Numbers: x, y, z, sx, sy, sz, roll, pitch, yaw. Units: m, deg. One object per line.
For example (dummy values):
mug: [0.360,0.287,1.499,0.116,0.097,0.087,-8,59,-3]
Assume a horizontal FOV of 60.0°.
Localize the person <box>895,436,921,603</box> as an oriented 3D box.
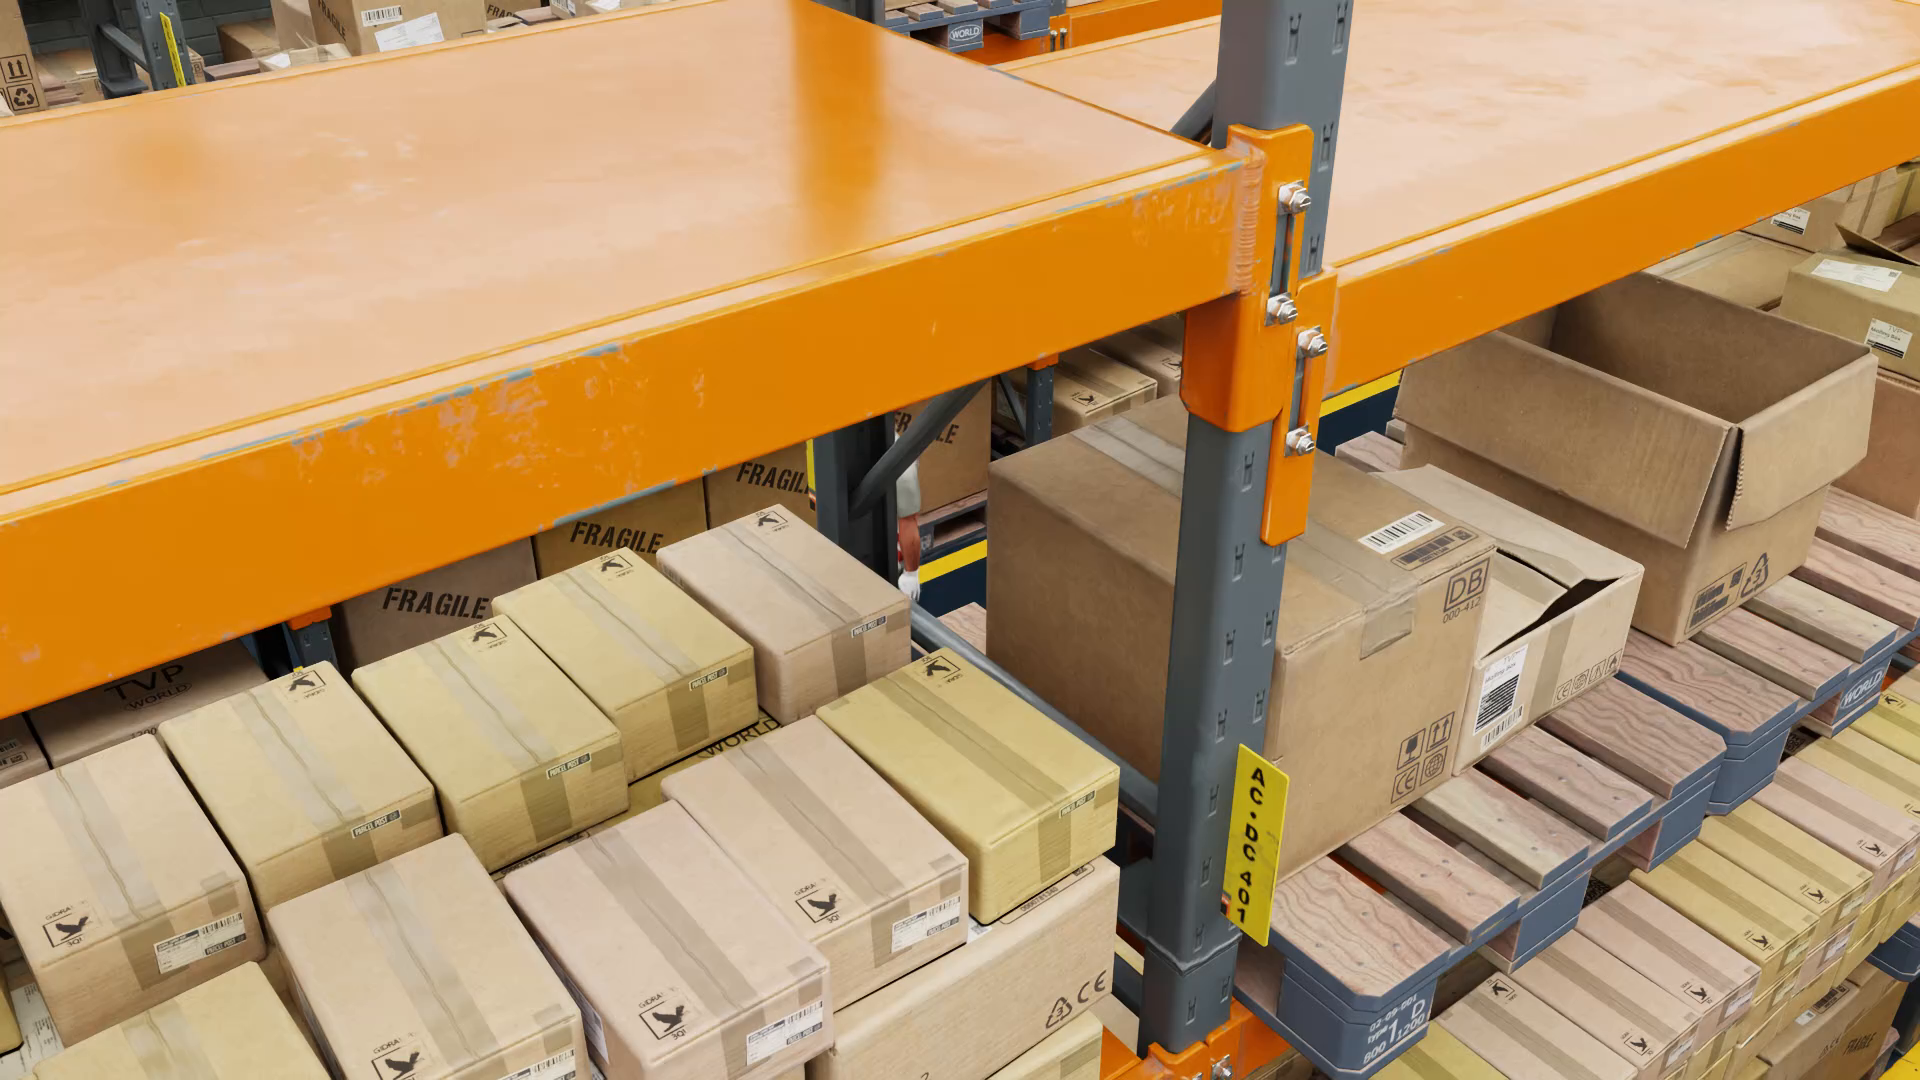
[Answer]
person: [-0.444,0.087,7.461,0.630,1.782,0.562,-15,35,-23]
